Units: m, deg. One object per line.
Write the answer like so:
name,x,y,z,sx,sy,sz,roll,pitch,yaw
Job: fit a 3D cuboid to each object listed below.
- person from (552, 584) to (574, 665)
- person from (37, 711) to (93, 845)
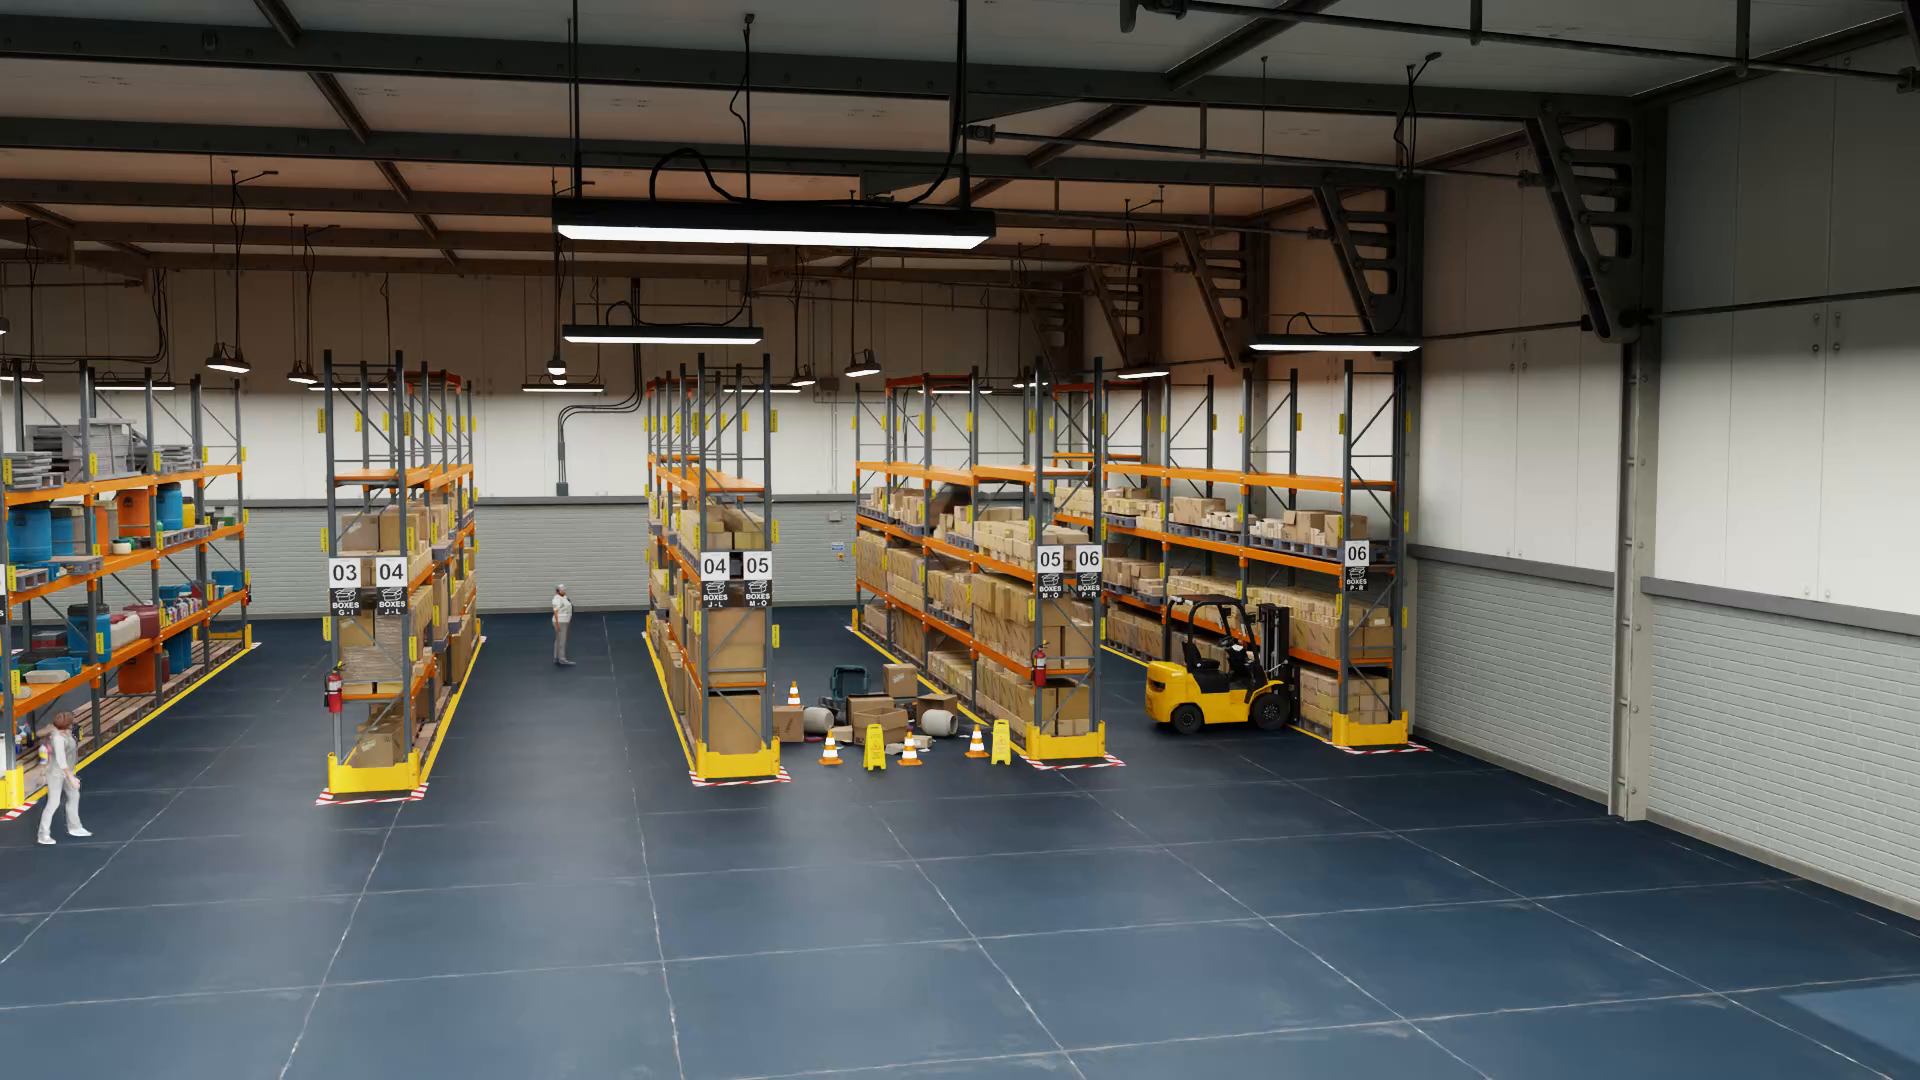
person,-8.319,1.753,34.853,0.435,1.675,0.497,0,4,-5
person,-10.778,2.845,19.968,0.534,1.619,0.560,-1,4,-10
